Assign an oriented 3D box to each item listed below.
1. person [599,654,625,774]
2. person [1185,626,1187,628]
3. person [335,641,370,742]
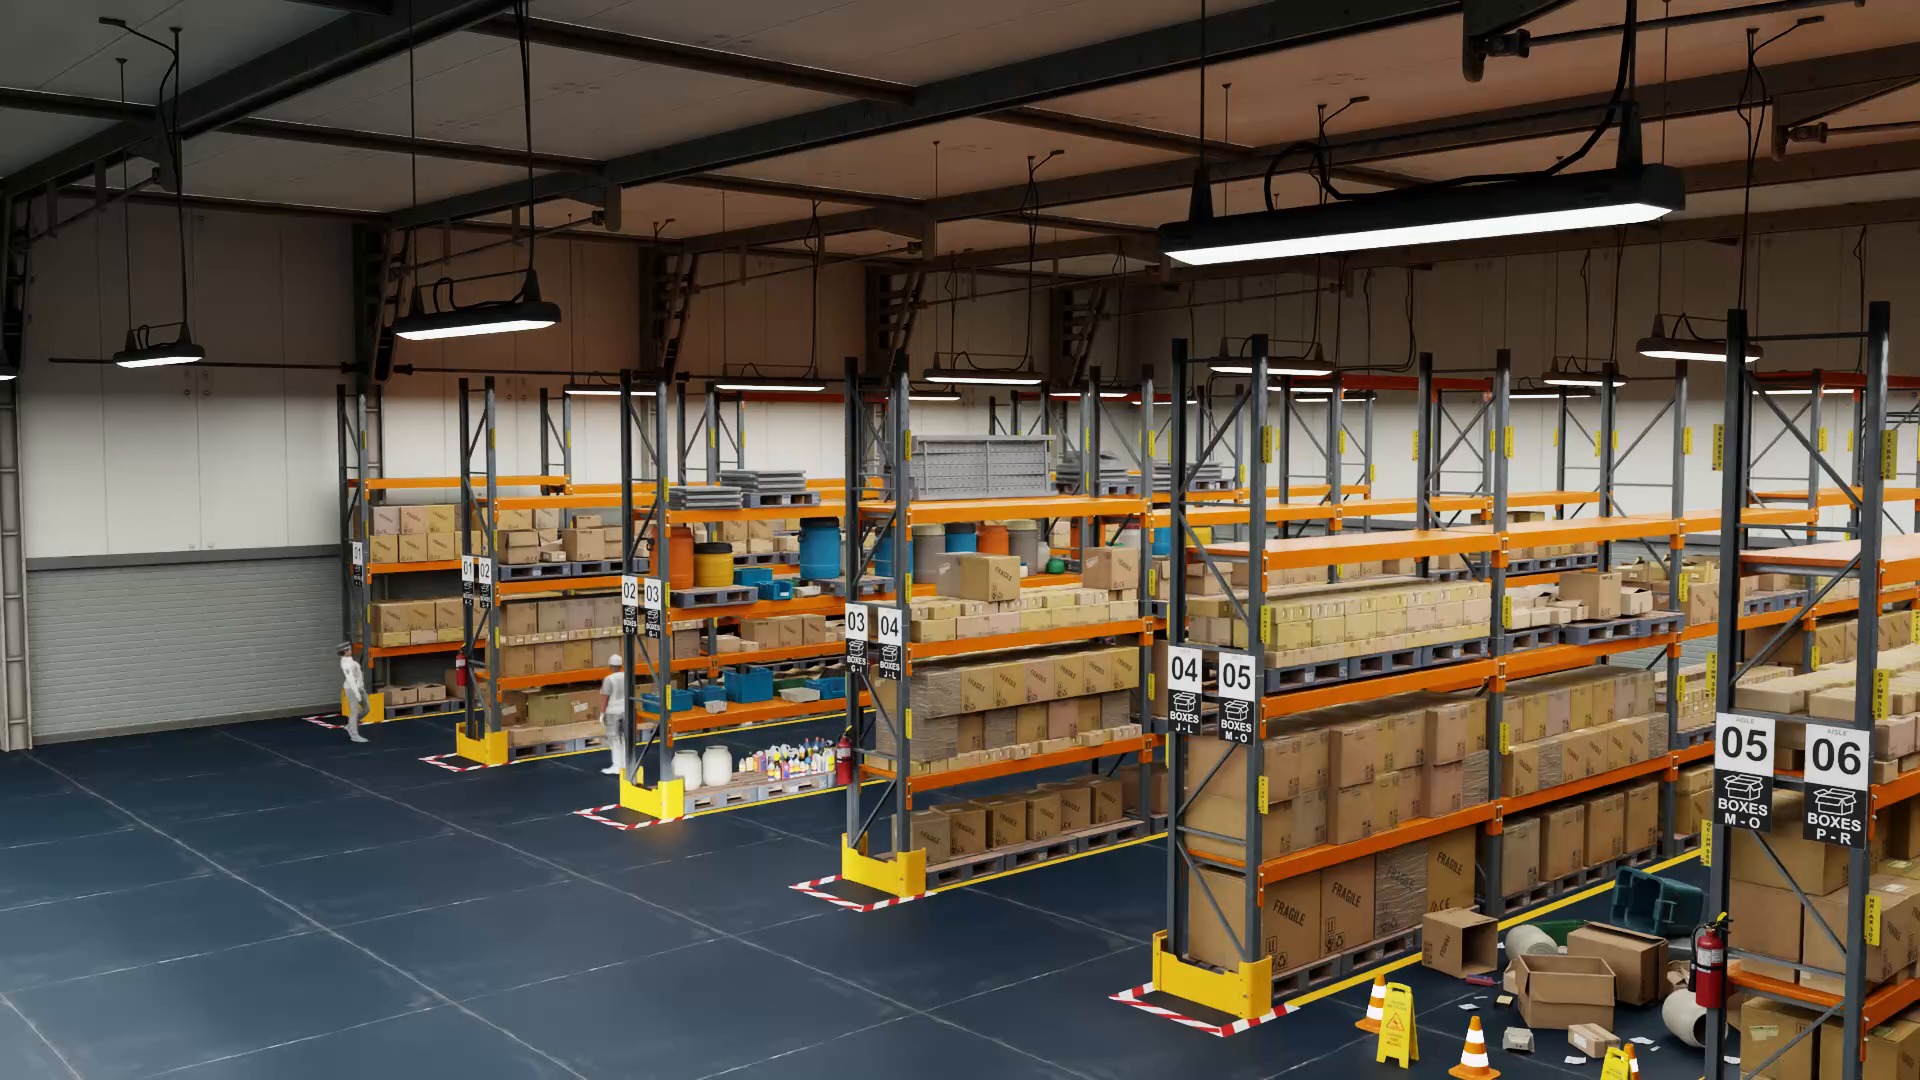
[{"bbox_3d":[-5.207,2.630,25.078,0.369,1.820,0.666,2,4,27],"label":"person"},{"bbox_3d":[4.632,2.069,33.991,0.616,1.738,0.973,3,5,43],"label":"person"},{"bbox_3d":[-10.115,2.516,27.742,0.535,1.672,0.556,0,4,1],"label":"person"}]
